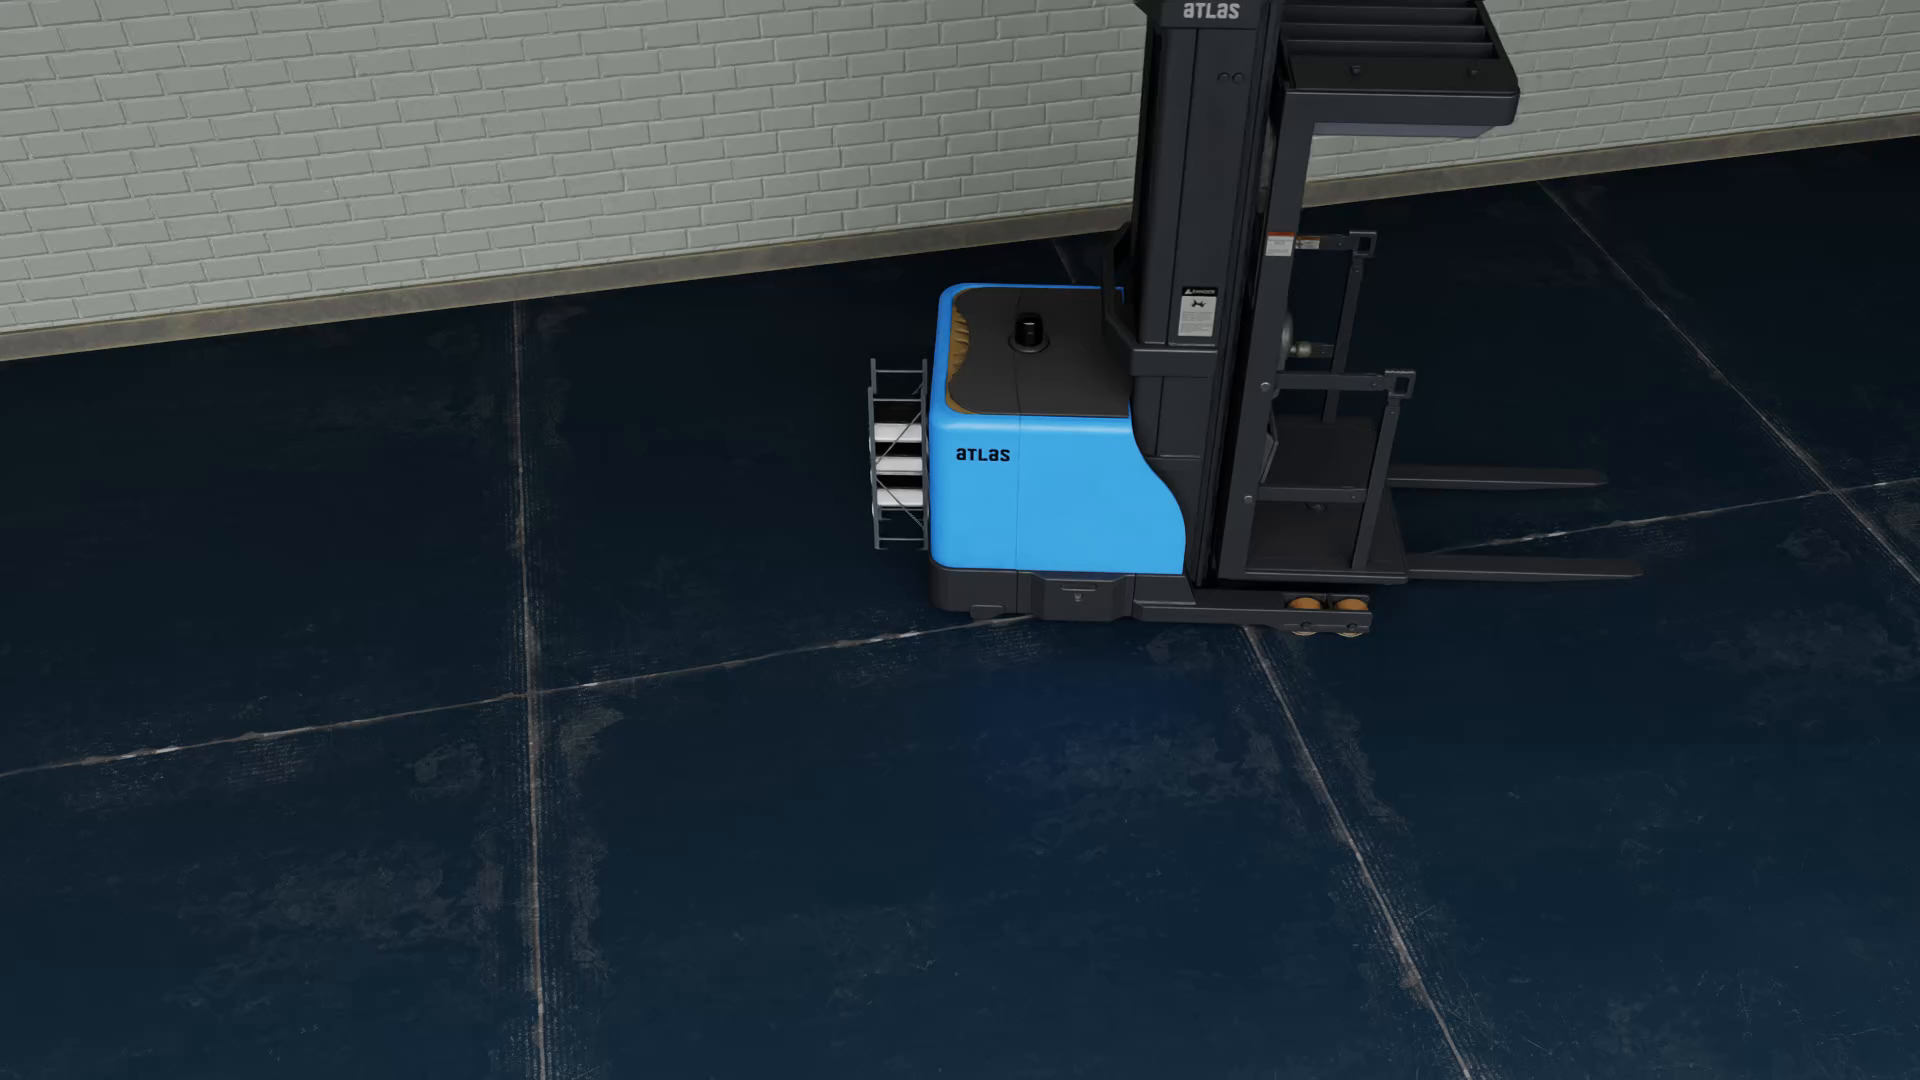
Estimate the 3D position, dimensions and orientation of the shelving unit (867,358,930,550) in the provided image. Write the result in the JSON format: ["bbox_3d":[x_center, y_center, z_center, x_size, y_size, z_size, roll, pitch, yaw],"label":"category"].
[{"bbox_3d":[-0.260,-0.362,7.262,0.258,0.900,0.210,1,42,1],"label":"shelving unit"}]

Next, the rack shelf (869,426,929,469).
[{"bbox_3d":[-0.260,-0.404,7.224,0.258,0.077,0.200,1,42,1],"label":"rack shelf"}]

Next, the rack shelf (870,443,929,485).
[{"bbox_3d":[-0.260,-0.337,7.284,0.258,0.077,0.200,1,42,1],"label":"rack shelf"}]

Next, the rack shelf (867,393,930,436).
[{"bbox_3d":[-0.260,-0.539,7.105,0.258,0.077,0.200,1,42,1],"label":"rack shelf"}]

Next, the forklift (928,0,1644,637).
[{"bbox_3d":[1.395,-1.048,6.504,3.031,2.935,1.130,2,42,2],"label":"forklift"}]

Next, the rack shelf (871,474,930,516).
[{"bbox_3d":[-0.260,-0.203,7.403,0.258,0.077,0.200,1,42,1],"label":"rack shelf"}]

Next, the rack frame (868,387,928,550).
[{"bbox_3d":[-0.262,-0.295,7.186,0.240,0.900,0.006,1,42,1],"label":"rack frame"}]

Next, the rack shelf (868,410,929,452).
[{"bbox_3d":[-0.260,-0.472,7.164,0.258,0.077,0.200,1,42,1],"label":"rack shelf"}]

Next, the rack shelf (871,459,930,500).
[{"bbox_3d":[-0.260,-0.270,7.344,0.258,0.077,0.200,1,42,1],"label":"rack shelf"}]

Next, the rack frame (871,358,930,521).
[{"bbox_3d":[-0.258,-0.430,7.338,0.240,0.900,0.006,1,42,1],"label":"rack frame"}]
